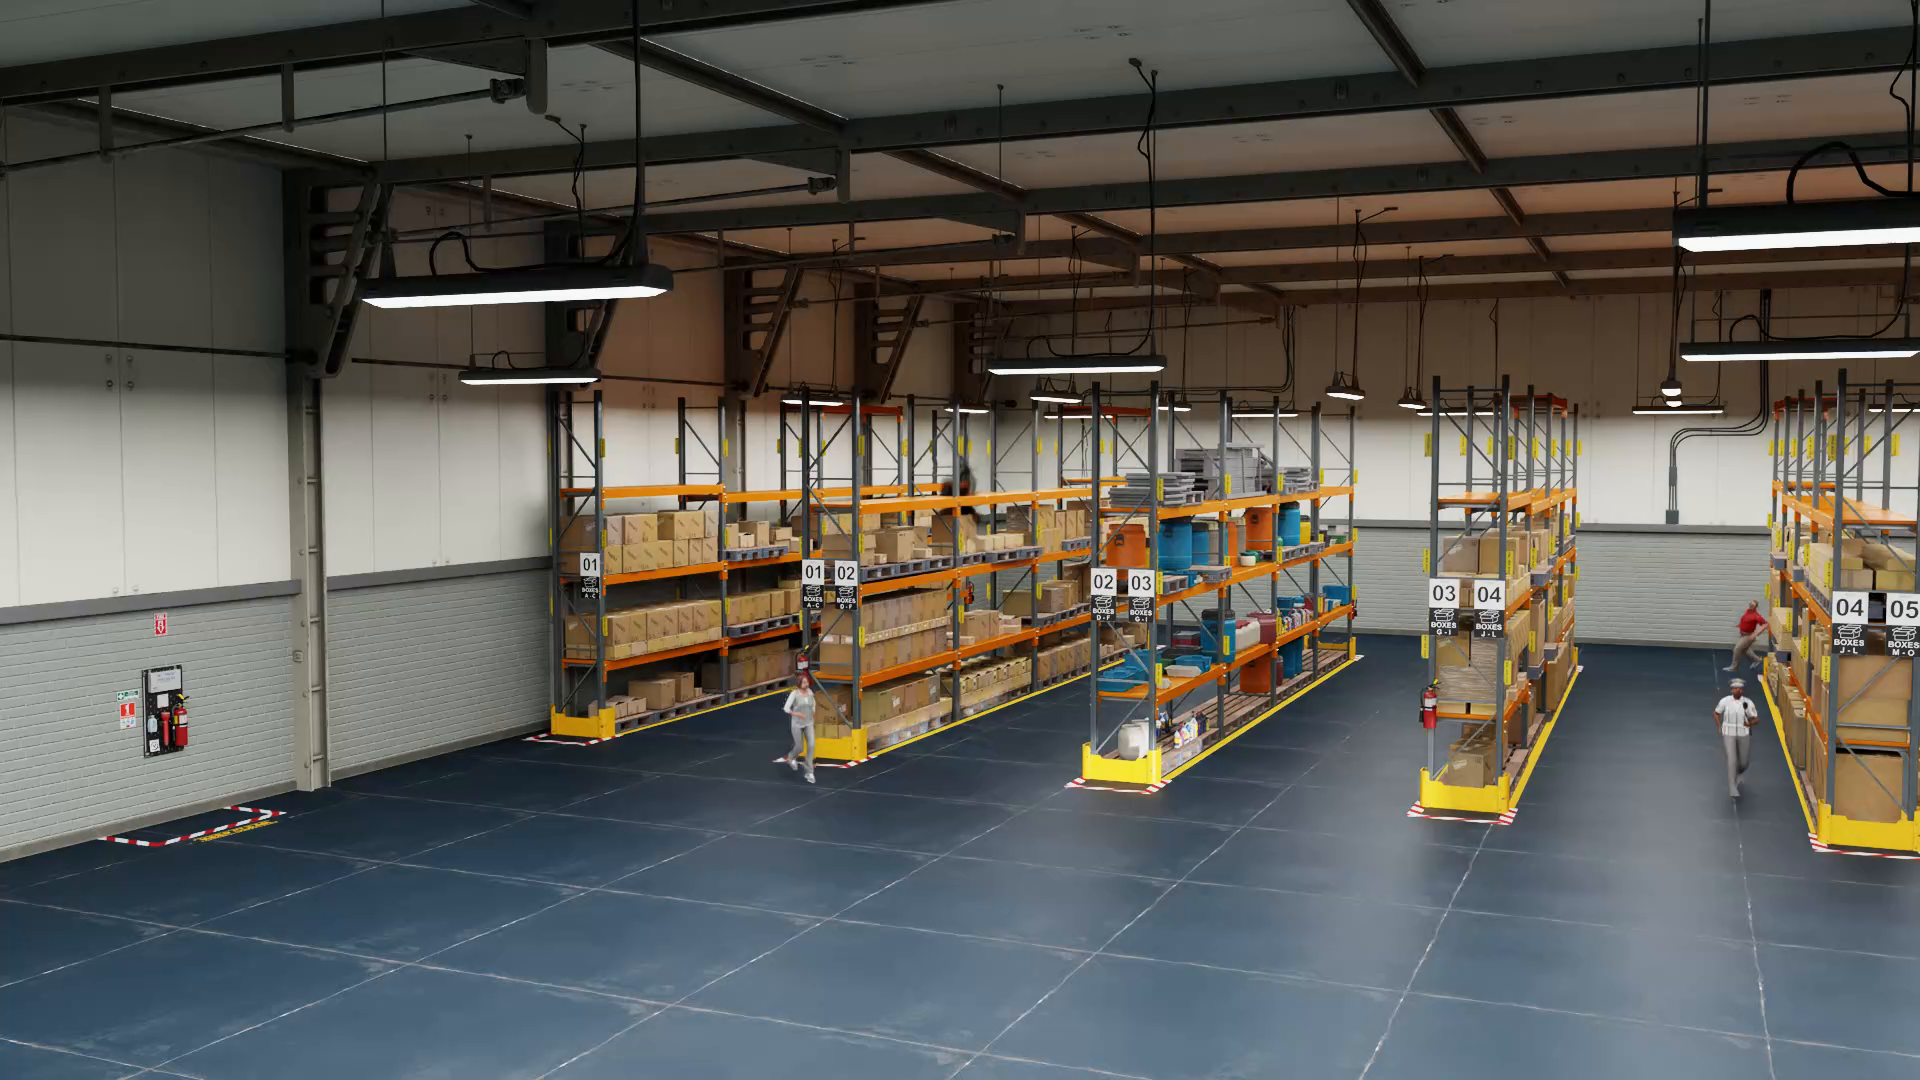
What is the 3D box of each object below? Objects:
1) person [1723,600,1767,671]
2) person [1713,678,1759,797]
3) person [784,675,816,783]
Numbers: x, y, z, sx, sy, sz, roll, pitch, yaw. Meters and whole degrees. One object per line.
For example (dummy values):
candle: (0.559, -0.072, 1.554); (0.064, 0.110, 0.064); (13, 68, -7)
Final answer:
person: (17.505, 2.137, 37.117); (0.833, 1.637, 0.861); (1, 3, 20)
person: (11.246, 2.828, 24.106); (0.588, 1.669, 0.851); (1, 3, 20)
person: (-2.402, 2.827, 25.179); (0.577, 1.599, 0.806); (-2, 4, -30)
